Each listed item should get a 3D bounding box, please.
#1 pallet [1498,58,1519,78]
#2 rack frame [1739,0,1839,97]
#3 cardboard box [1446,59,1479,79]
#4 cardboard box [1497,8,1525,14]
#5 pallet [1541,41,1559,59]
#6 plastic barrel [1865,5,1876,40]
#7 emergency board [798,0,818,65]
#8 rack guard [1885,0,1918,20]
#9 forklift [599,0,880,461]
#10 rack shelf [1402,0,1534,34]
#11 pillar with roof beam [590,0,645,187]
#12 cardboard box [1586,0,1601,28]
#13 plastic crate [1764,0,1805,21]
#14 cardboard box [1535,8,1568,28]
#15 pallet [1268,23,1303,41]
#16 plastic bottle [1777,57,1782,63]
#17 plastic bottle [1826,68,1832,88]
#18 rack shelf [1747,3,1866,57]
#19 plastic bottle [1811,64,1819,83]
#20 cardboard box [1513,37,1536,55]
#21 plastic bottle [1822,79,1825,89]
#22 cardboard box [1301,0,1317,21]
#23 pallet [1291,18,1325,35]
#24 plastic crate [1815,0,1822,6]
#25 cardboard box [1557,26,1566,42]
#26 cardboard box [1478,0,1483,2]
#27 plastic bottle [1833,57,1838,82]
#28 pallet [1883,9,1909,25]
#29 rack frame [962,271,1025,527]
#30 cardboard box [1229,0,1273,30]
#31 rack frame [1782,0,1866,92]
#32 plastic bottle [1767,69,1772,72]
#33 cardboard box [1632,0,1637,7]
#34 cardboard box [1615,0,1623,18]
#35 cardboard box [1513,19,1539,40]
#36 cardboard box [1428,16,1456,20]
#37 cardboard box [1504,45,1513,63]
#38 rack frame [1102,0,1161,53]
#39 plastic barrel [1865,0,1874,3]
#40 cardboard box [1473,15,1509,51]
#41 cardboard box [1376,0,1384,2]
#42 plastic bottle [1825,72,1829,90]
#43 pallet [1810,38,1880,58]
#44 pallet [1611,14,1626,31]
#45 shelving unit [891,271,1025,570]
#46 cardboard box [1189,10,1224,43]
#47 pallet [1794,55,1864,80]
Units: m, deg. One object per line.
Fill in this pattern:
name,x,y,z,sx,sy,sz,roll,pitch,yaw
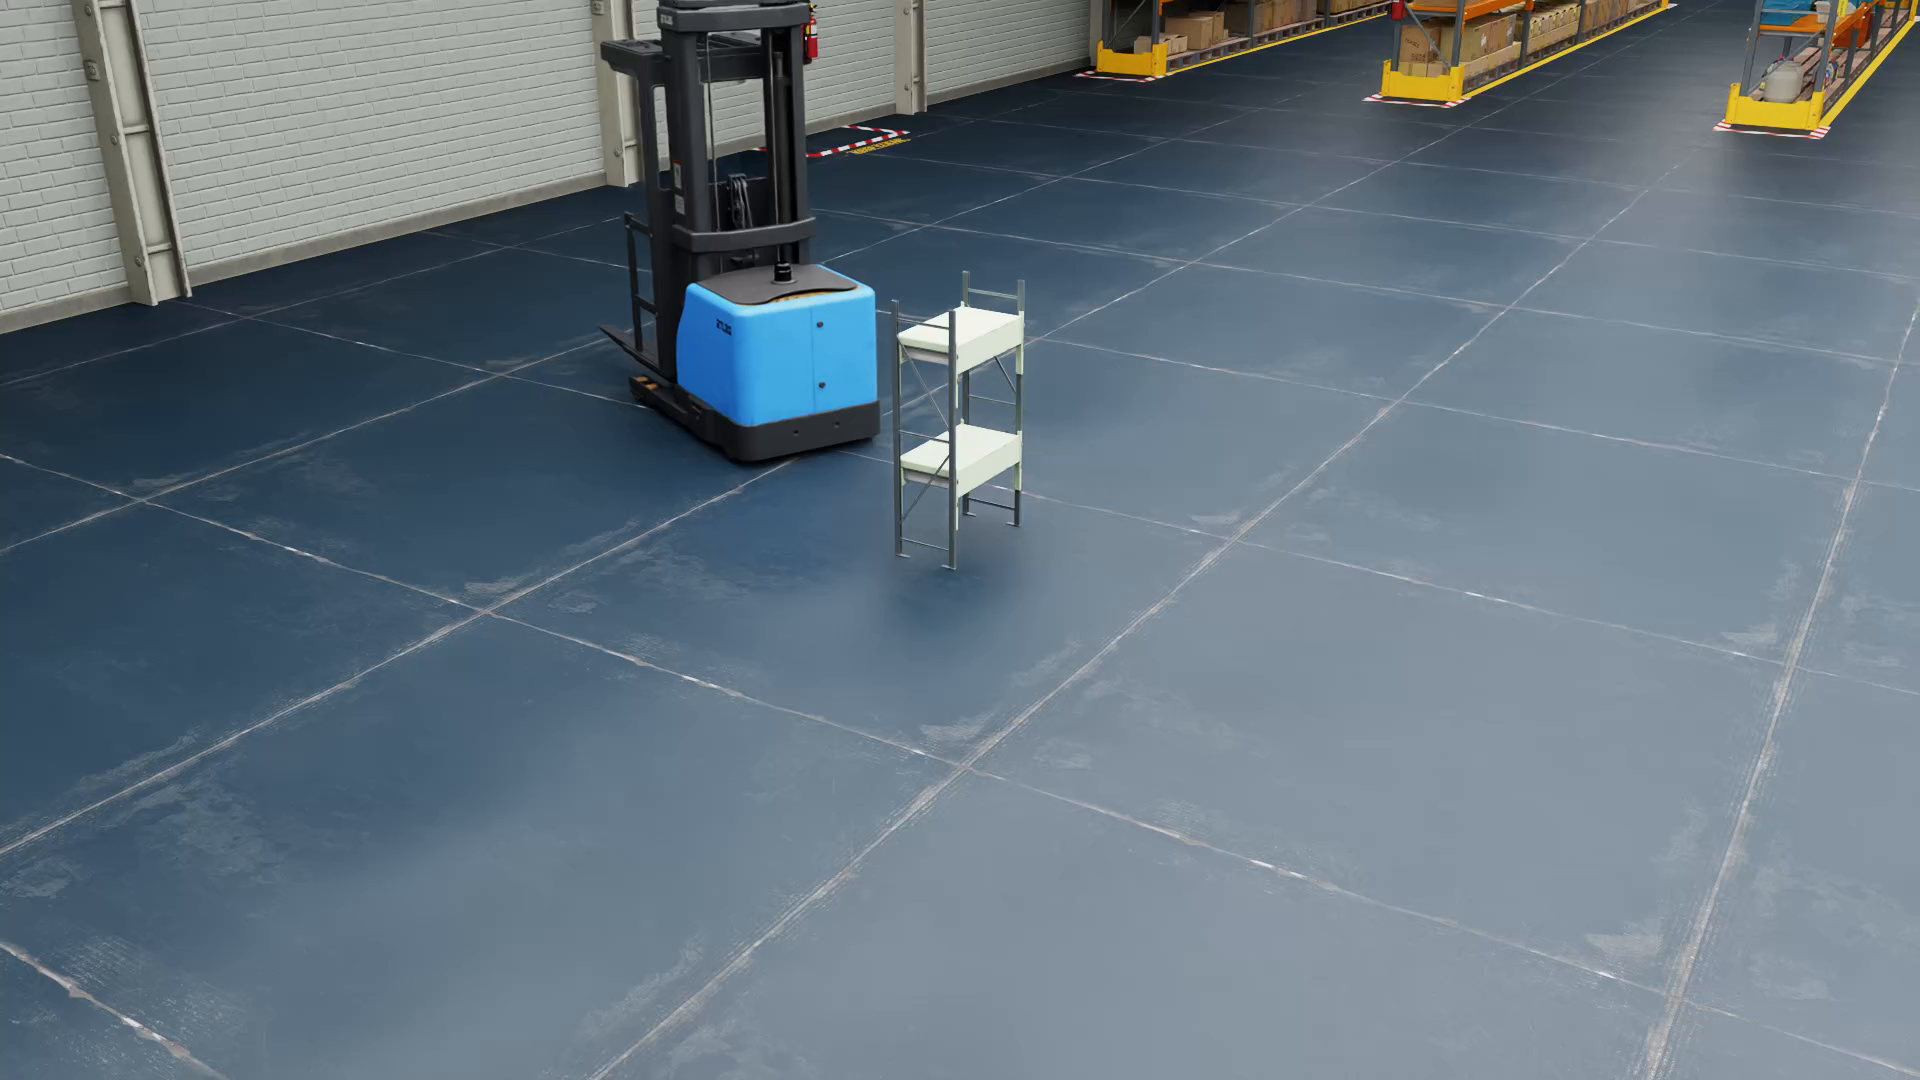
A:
pallet,8.682,-7.942,27.830,1.003,0.211,1.213,14,27,29
rack frame,11.233,-7.092,22.356,1.000,3.000,0.127,14,27,29
cardboard box,7.759,-7.366,25.922,0.500,0.250,0.500,14,27,29
cardboard box,9.909,-9.380,29.868,0.500,0.311,0.500,13,27,28
pallet,10.135,-8.872,29.978,1.003,0.211,1.213,14,27,29
plastic barrel,16.292,-9.428,30.259,0.600,0.588,0.708,14,27,29
emergency board,-2.050,-6.734,21.530,0.194,1.169,0.643,14,27,29
rack guard,19.674,-11.356,35.352,1.175,0.500,0.348,14,27,29
forklift,-1.750,-2.392,11.586,1.130,2.935,3.031,-14,27,-29
rack shelf,8.082,-8.476,26.459,1.077,0.370,4.000,14,27,29
pillar with roof beam,-0.222,-7.386,15.485,9.100,9.000,0.400,14,27,29
cardboard box,12.001,-10.158,32.031,0.500,0.500,0.500,13,27,27
plastic crate,11.590,-7.473,23.424,0.499,0.251,0.408,14,27,29
cardboard box,10.642,-9.445,30.017,0.500,0.311,0.500,14,27,29
pallet,5.978,-9.915,32.387,1.003,0.211,1.213,14,27,29
plastic bottle,12.465,-7.179,25.338,0.144,0.351,0.185,13,26,27
plastic bottle,12.887,-6.888,24.761,0.152,0.276,0.135,14,27,30
rack shelf,12.288,-7.437,24.058,1.077,0.370,4.000,14,27,29
plastic bottle,13.008,-7.074,25.189,0.152,0.276,0.135,14,27,29
cardboard box,9.560,-8.496,28.533,0.500,0.250,0.500,13,27,28
plastic bottle,12.454,-6.588,24.074,0.097,0.271,0.097,0,23,0
cardboard box,6.701,-10.669,33.212,0.700,0.500,0.500,14,27,30
pallet,6.623,-10.325,33.335,1.003,0.211,1.213,14,27,29
plastic crate,12.959,-8.263,25.141,0.767,0.338,0.504,14,27,29
cardboard box,10.640,-9.190,30.134,0.500,0.250,0.500,15,27,30
cardboard box,7.824,-8.677,25.891,0.700,0.500,0.500,14,27,29
plastic bottle,13.248,-7.150,25.272,0.144,0.351,0.185,13,27,28
pallet,19.205,-10.942,34.760,1.003,0.211,1.213,14,27,29
rack frame,0.190,-0.810,9.732,0.400,1.500,0.023,14,27,29
cardboard box,5.530,-10.010,31.689,0.700,0.500,0.500,13,27,28
rack frame,13.343,-8.442,25.475,1.000,3.000,0.127,14,27,29
plastic bottle,11.985,-6.835,24.637,0.152,0.276,0.135,14,27,29
cardboard box,14.210,-11.473,35.490,0.380,0.166,0.250,14,27,29
cardboard box,13.072,-10.844,33.617,0.500,0.500,0.500,14,27,29
cardboard box,9.566,-8.757,28.429,0.500,0.311,0.500,14,27,29
cardboard box,7.837,-8.159,26.809,0.500,0.500,0.500,14,27,29
cardboard box,8.806,-8.043,27.486,0.500,0.250,0.500,14,27,29
rack frame,2.816,-9.168,27.152,1.000,3.000,0.127,14,27,29
plastic barrel,13.804,-8.739,25.530,0.600,0.901,0.708,14,27,29
cardboard box,8.544,-8.218,26.946,0.500,0.500,0.500,14,27,29
cardboard box,8.914,-12.178,36.282,0.750,0.750,0.750,14,27,30
plastic bottle,12.688,-6.738,24.419,0.097,0.271,0.097,0,23,0
pallet,15.833,-8.787,29.782,1.003,0.211,1.213,14,27,29
pallet,12.960,-10.619,34.014,1.003,0.211,1.213,14,27,29
shelving unit,-0.004,-0.686,9.447,0.431,1.500,0.755,14,27,29
cardboard box,4.413,-9.214,29.851,0.500,0.500,0.500,12,26,25
pallet,14.367,-7.849,27.615,1.003,0.211,1.213,14,27,29
